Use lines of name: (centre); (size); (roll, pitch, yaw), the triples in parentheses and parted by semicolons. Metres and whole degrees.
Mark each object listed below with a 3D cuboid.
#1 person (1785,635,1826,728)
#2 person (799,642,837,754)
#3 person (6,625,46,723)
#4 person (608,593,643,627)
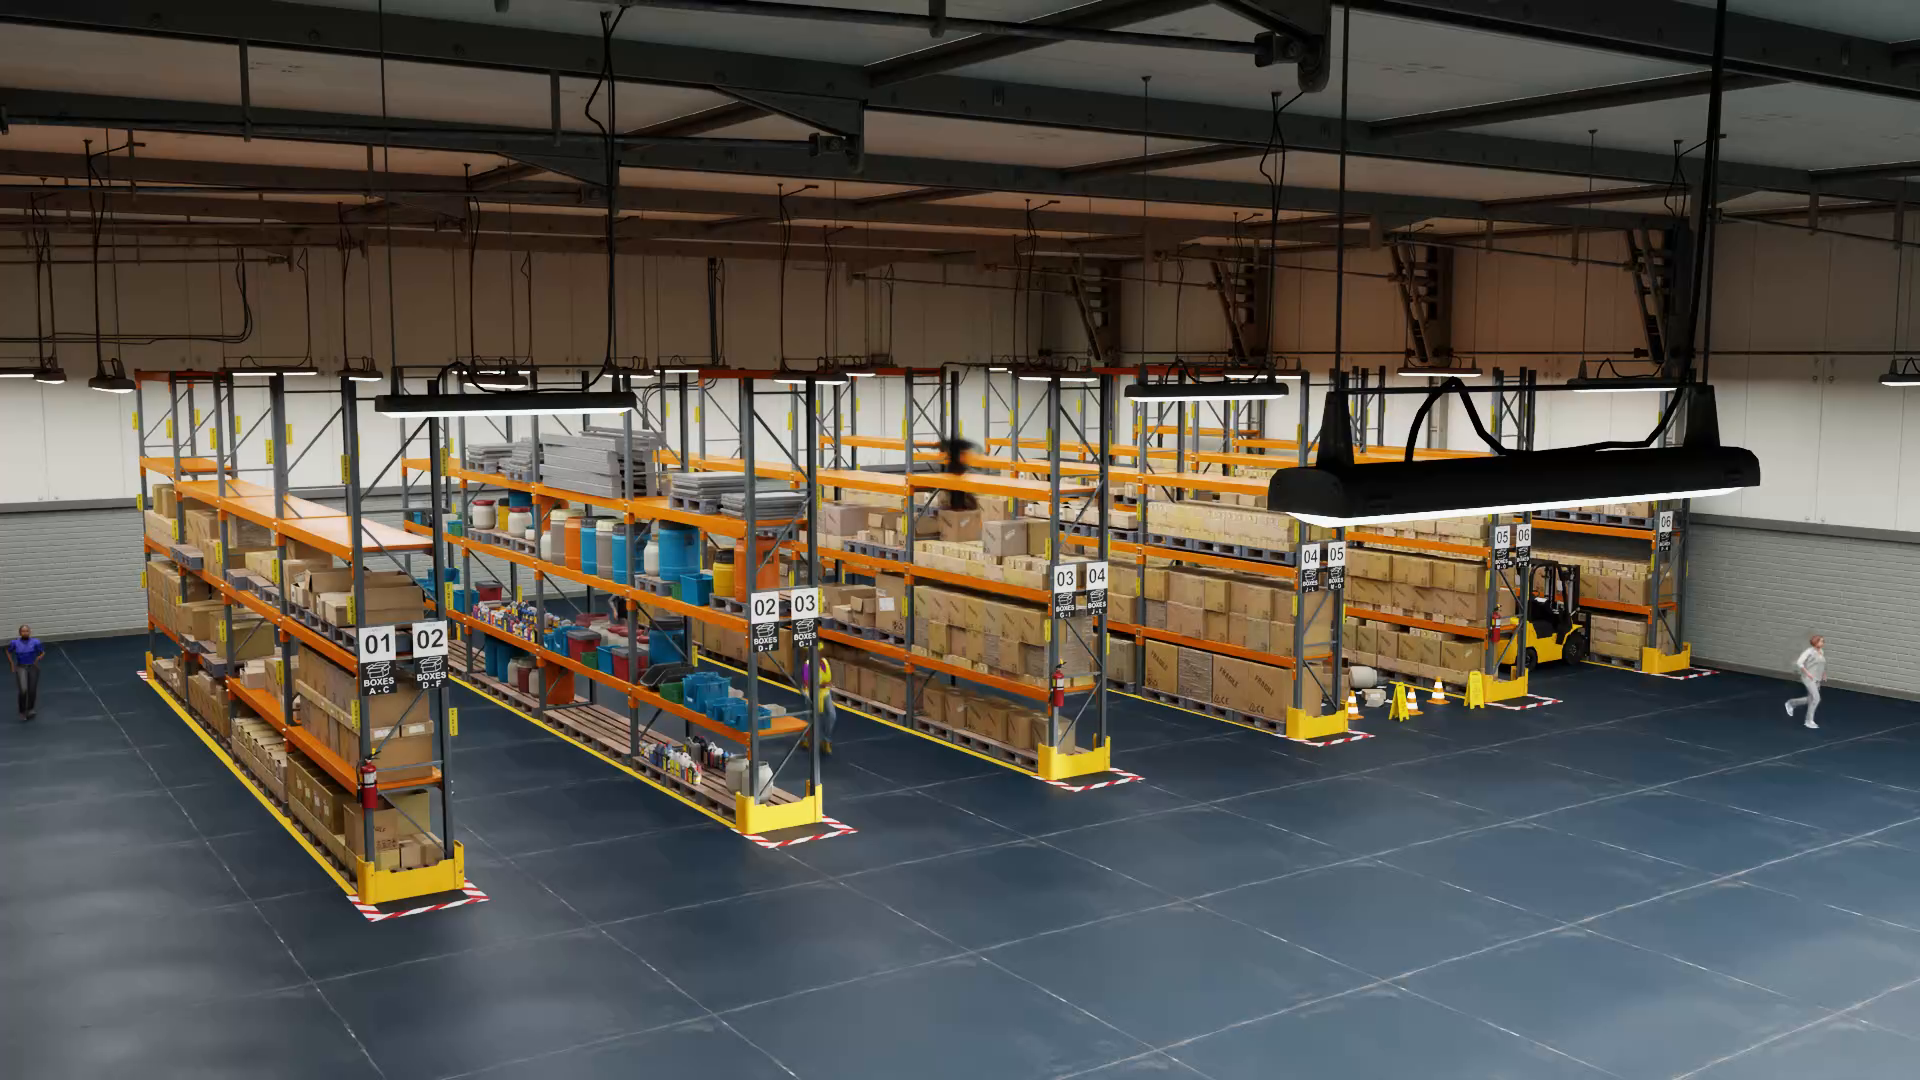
person: (14.478, 2.376, 28.373); (0.605, 1.552, 0.653); (-4, 8, -34)
person: (-2.237, 2.497, 26.289); (0.658, 1.810, 0.831); (-6, 9, -43)
person: (-16.069, 2.291, 28.662); (0.583, 1.690, 0.710); (-5, 8, -35)
person: (-6.802, 1.638, 34.087); (0.629, 1.747, 0.721); (-6, 9, -41)
